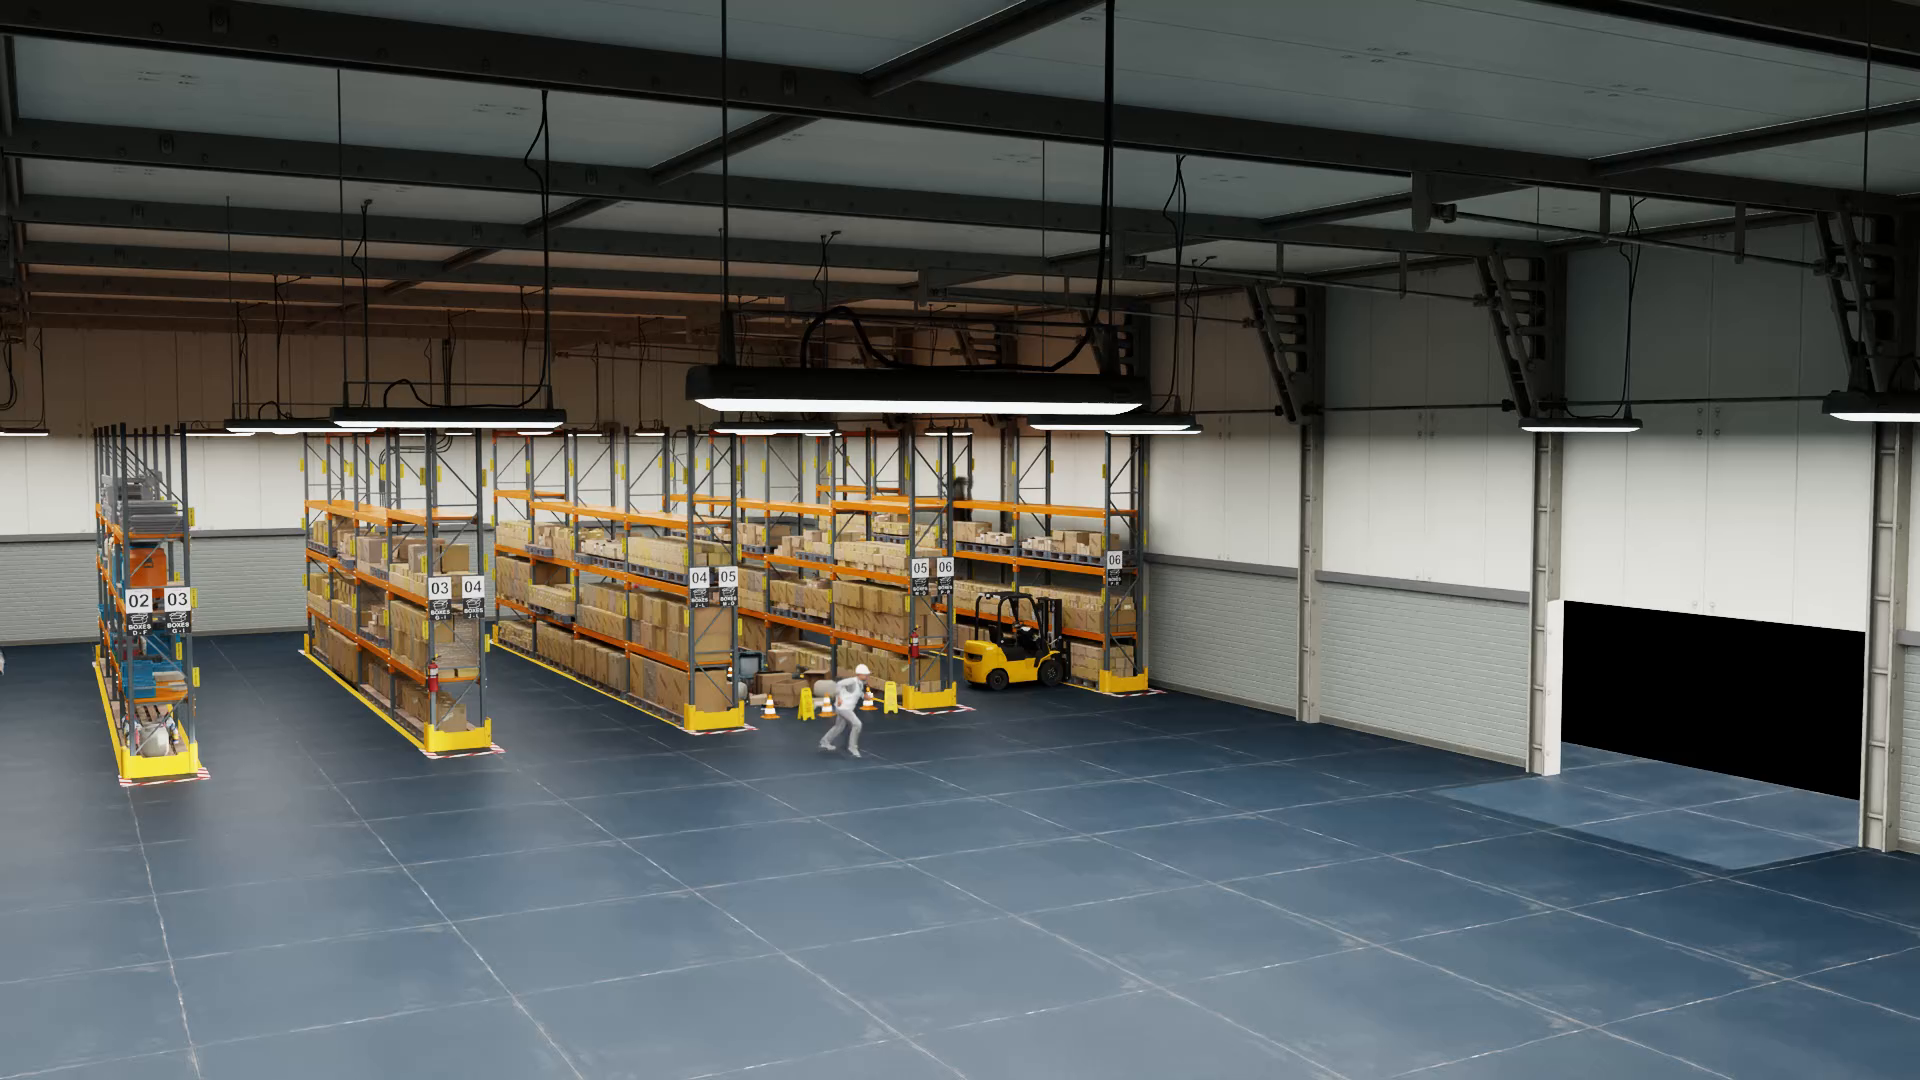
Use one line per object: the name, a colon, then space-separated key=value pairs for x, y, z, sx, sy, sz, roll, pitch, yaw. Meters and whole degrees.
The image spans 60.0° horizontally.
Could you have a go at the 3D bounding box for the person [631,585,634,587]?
person: x=-9.054 y=2.073 z=46.367 sx=0.703 sy=1.647 sz=0.963 roll=-3 pitch=5 yaw=-44

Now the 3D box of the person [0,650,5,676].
person: x=-20.416 y=2.804 z=34.958 sx=0.615 sy=1.623 sz=0.588 roll=-3 pitch=5 yaw=-42

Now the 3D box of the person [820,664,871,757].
person: x=-2.084 y=3.094 z=30.075 sx=1.012 sy=1.720 sz=0.697 roll=1 pitch=4 yaw=19
